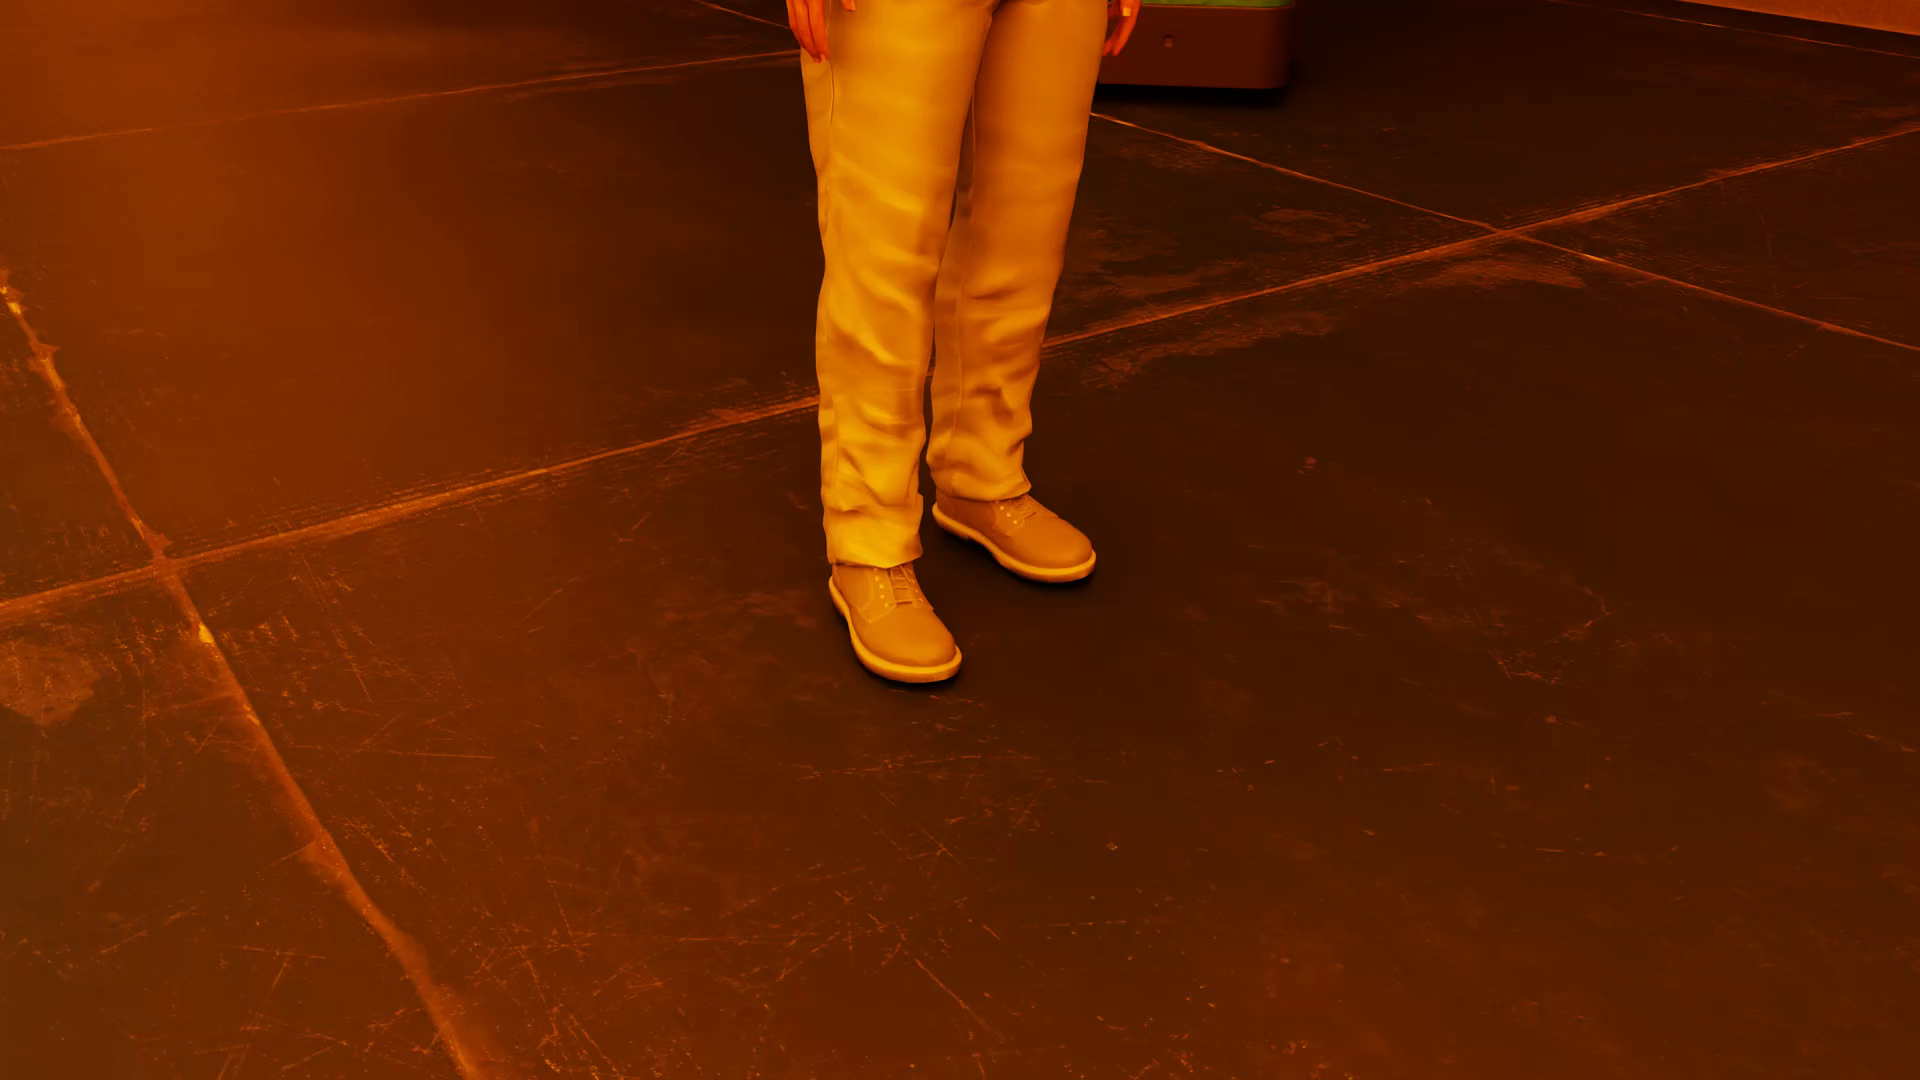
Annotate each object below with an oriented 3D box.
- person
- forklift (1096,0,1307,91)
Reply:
[{"bbox_3d":[0.025,-0.717,2.055,0.598,1.670,0.529,-17,31,-31],"label":"person"},{"bbox_3d":[0.753,-3.325,5.859,1.130,2.935,3.031,5,27,9],"label":"forklift"}]
